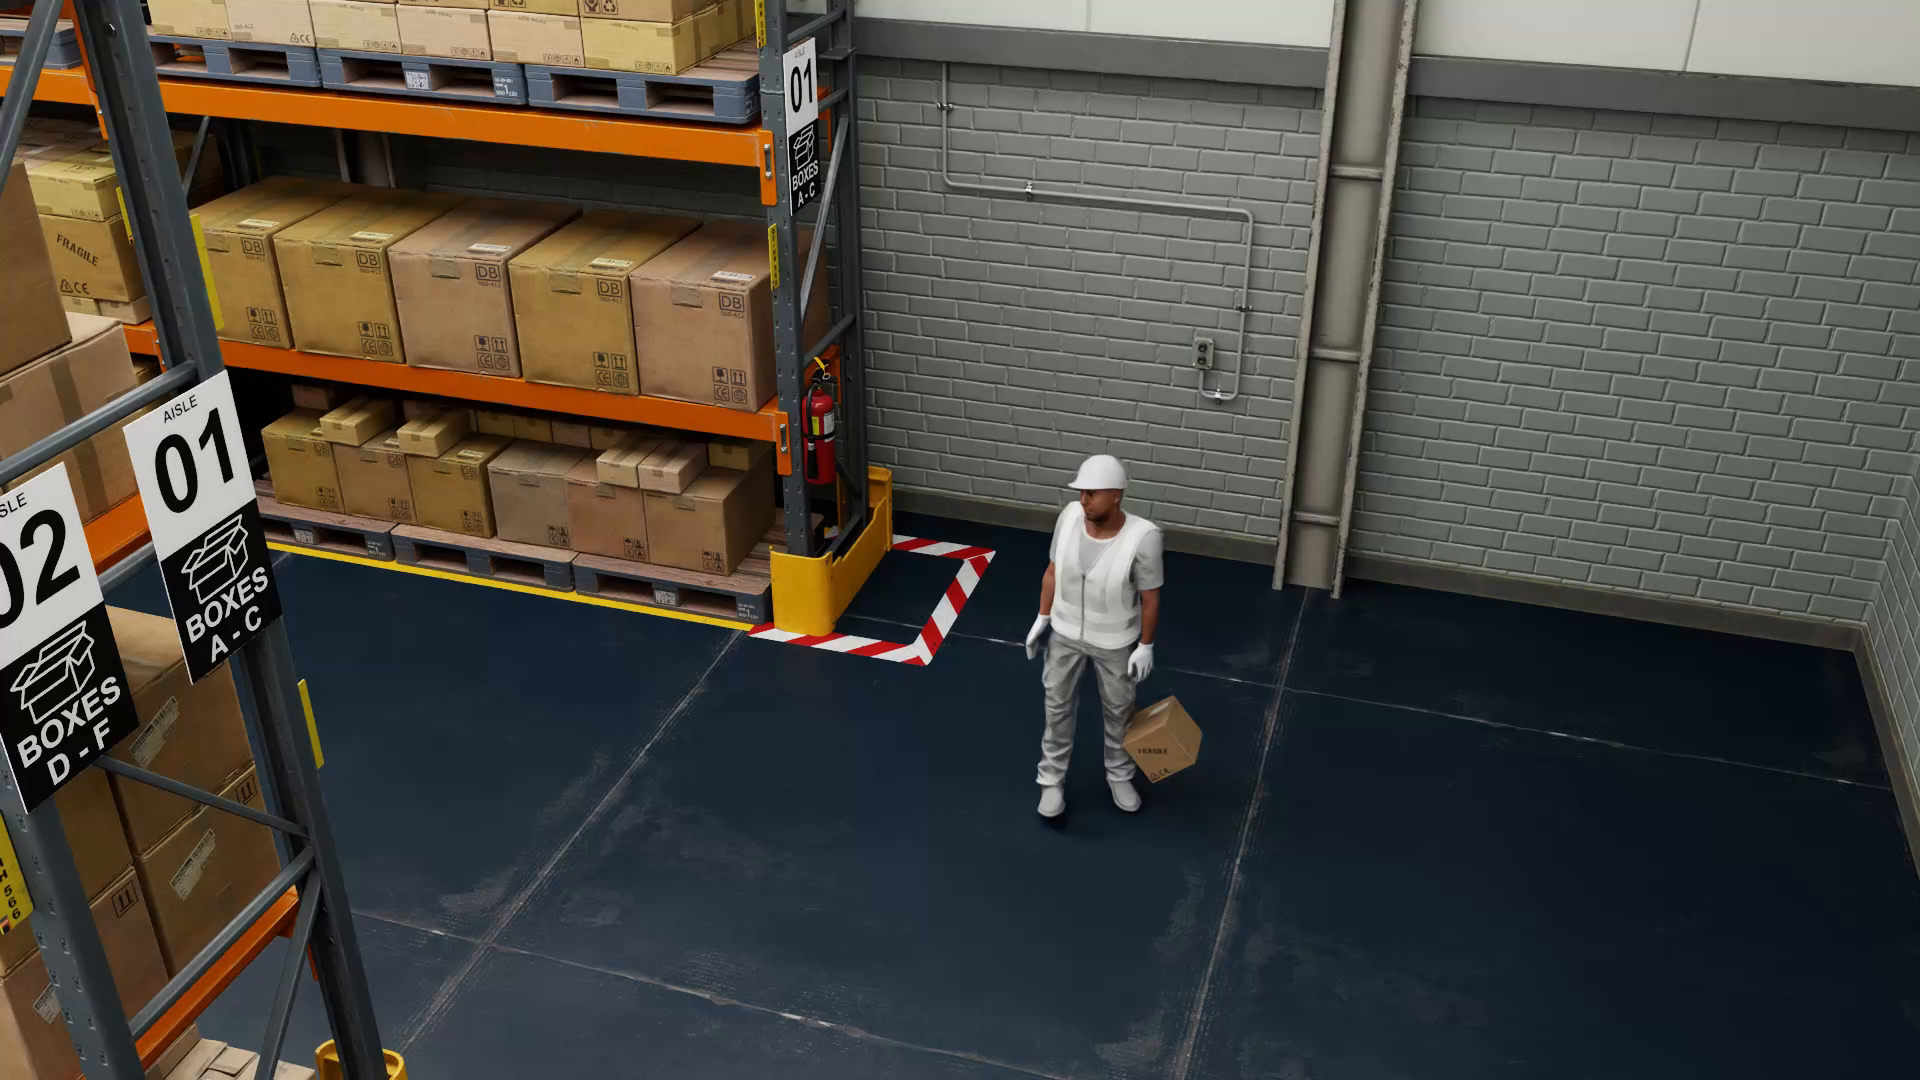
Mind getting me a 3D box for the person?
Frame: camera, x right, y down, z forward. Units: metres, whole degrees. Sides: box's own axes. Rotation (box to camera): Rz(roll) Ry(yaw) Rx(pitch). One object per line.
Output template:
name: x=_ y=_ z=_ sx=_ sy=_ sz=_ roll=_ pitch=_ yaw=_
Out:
person: x=0.594 y=0.471 z=7.584 sx=0.593 sy=1.787 sz=0.542 roll=14 pitch=32 yaw=23
